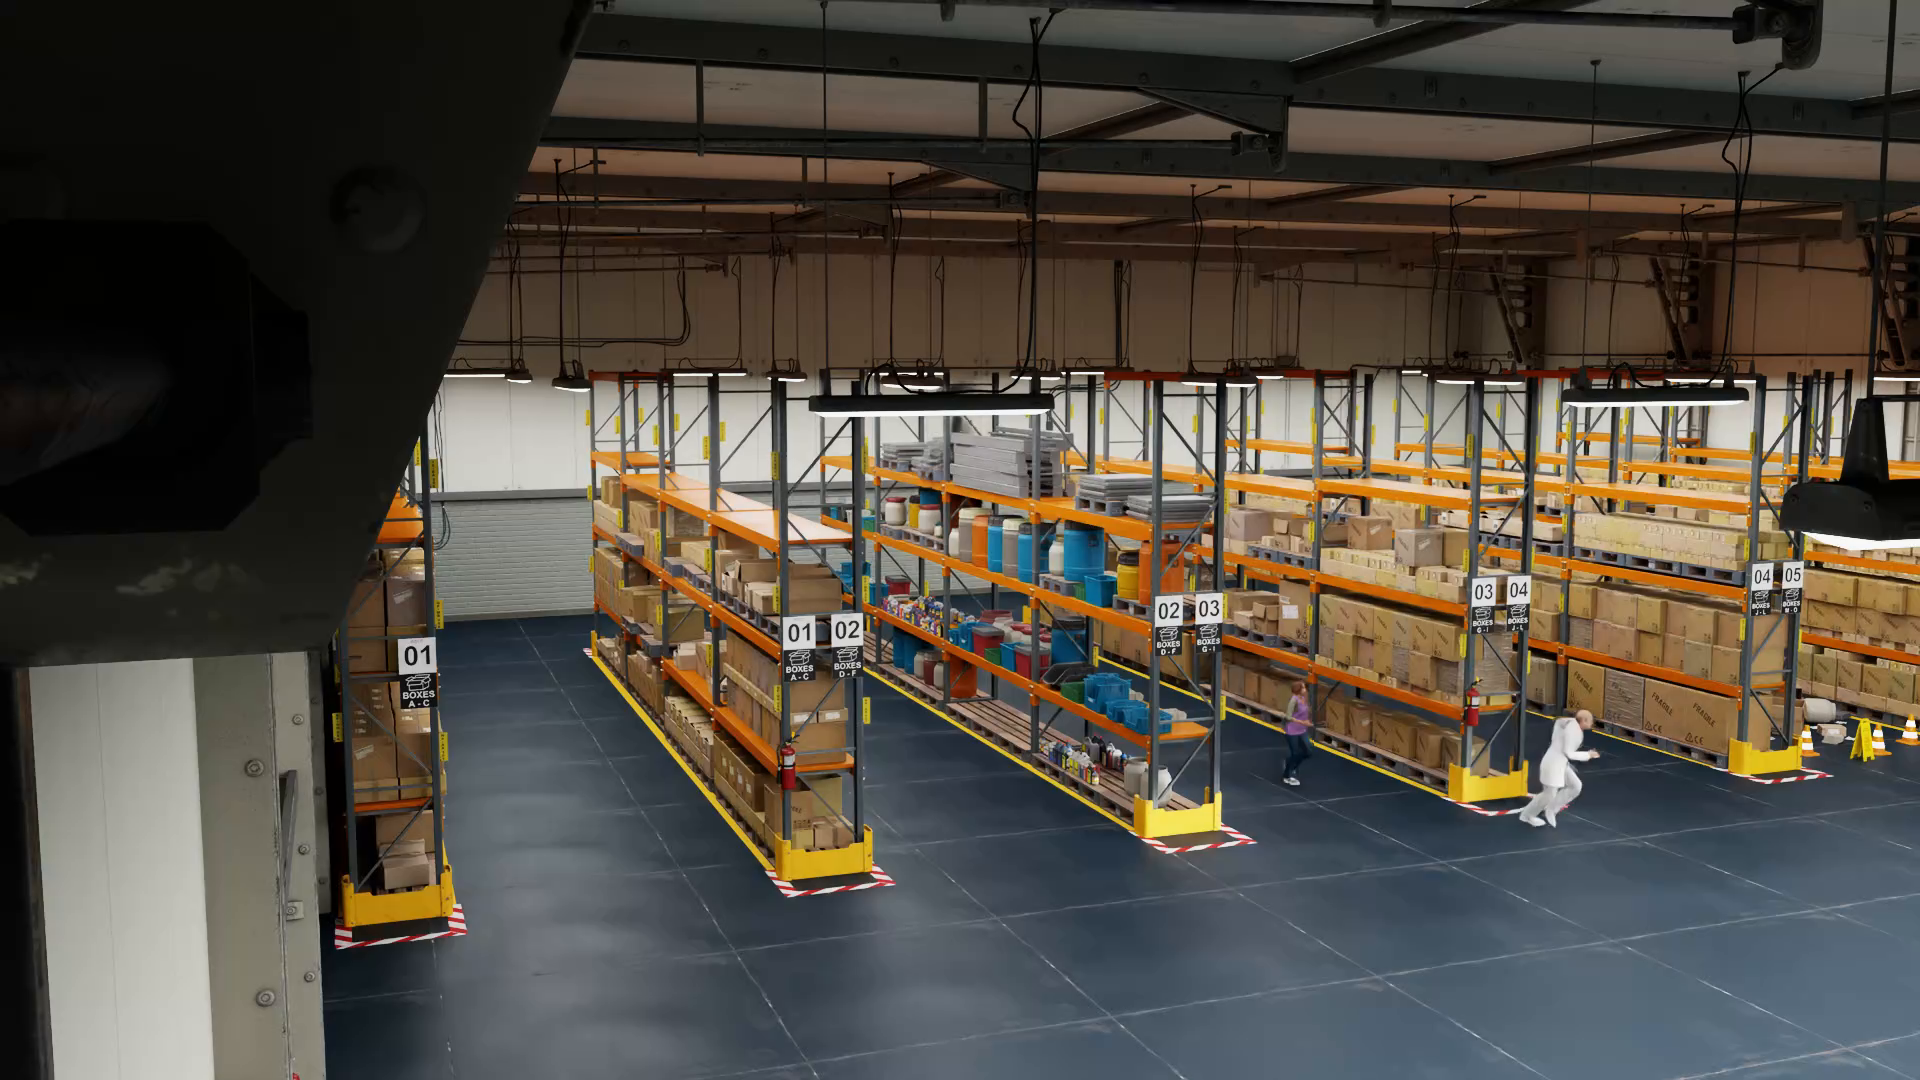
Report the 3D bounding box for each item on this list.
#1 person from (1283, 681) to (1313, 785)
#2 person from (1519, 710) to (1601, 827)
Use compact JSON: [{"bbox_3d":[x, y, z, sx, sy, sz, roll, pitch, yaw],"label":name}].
[{"bbox_3d":[4.969,2.835,24.382,0.552,1.565,0.519,6,9,42],"label":"person"},{"bbox_3d":[8.036,3.044,22.237,1.006,1.627,0.744,3,7,26],"label":"person"}]
